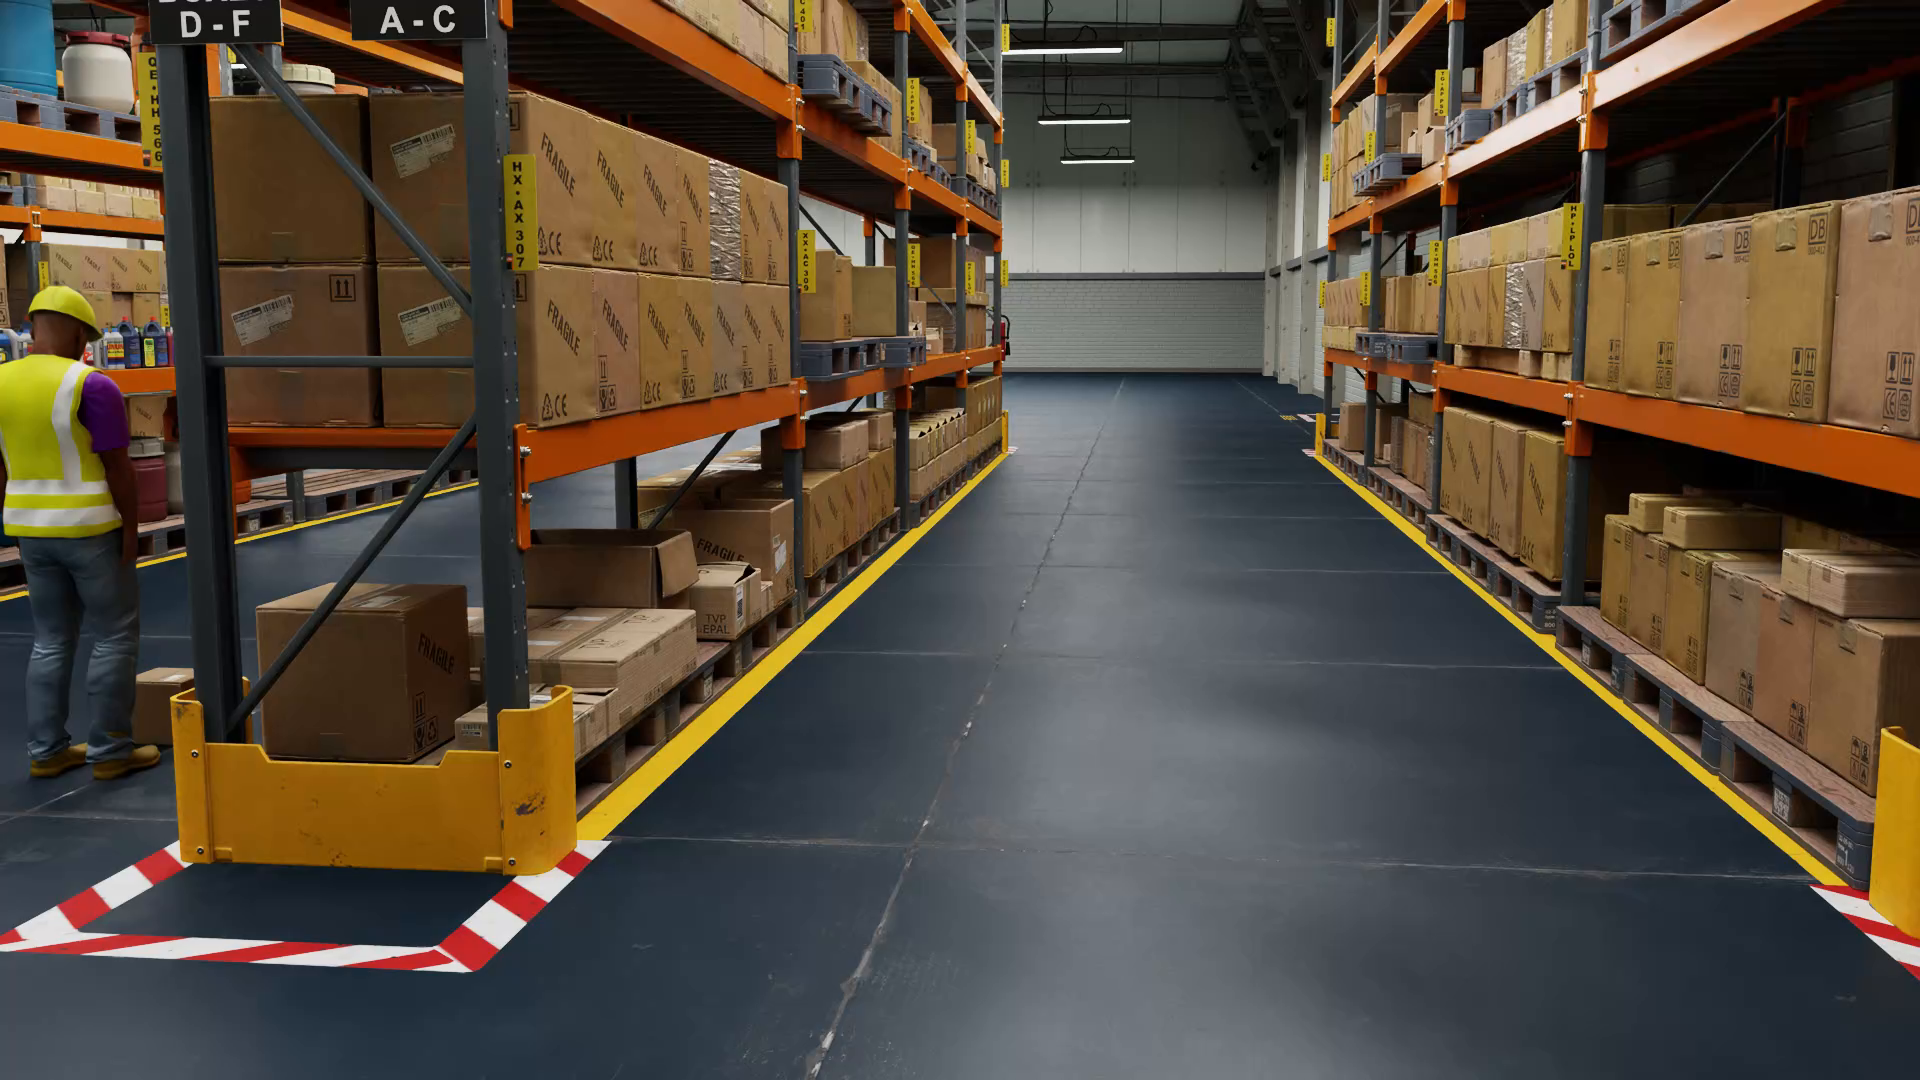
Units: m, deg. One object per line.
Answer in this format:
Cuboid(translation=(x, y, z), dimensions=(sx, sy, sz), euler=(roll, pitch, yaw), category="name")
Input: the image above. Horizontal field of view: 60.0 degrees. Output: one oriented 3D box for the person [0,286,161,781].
Cuboid(translation=(-3.196, -0.029, 5.972), dimensions=(0.573, 1.752, 0.384), euler=(1, 8, 11), category="person")
